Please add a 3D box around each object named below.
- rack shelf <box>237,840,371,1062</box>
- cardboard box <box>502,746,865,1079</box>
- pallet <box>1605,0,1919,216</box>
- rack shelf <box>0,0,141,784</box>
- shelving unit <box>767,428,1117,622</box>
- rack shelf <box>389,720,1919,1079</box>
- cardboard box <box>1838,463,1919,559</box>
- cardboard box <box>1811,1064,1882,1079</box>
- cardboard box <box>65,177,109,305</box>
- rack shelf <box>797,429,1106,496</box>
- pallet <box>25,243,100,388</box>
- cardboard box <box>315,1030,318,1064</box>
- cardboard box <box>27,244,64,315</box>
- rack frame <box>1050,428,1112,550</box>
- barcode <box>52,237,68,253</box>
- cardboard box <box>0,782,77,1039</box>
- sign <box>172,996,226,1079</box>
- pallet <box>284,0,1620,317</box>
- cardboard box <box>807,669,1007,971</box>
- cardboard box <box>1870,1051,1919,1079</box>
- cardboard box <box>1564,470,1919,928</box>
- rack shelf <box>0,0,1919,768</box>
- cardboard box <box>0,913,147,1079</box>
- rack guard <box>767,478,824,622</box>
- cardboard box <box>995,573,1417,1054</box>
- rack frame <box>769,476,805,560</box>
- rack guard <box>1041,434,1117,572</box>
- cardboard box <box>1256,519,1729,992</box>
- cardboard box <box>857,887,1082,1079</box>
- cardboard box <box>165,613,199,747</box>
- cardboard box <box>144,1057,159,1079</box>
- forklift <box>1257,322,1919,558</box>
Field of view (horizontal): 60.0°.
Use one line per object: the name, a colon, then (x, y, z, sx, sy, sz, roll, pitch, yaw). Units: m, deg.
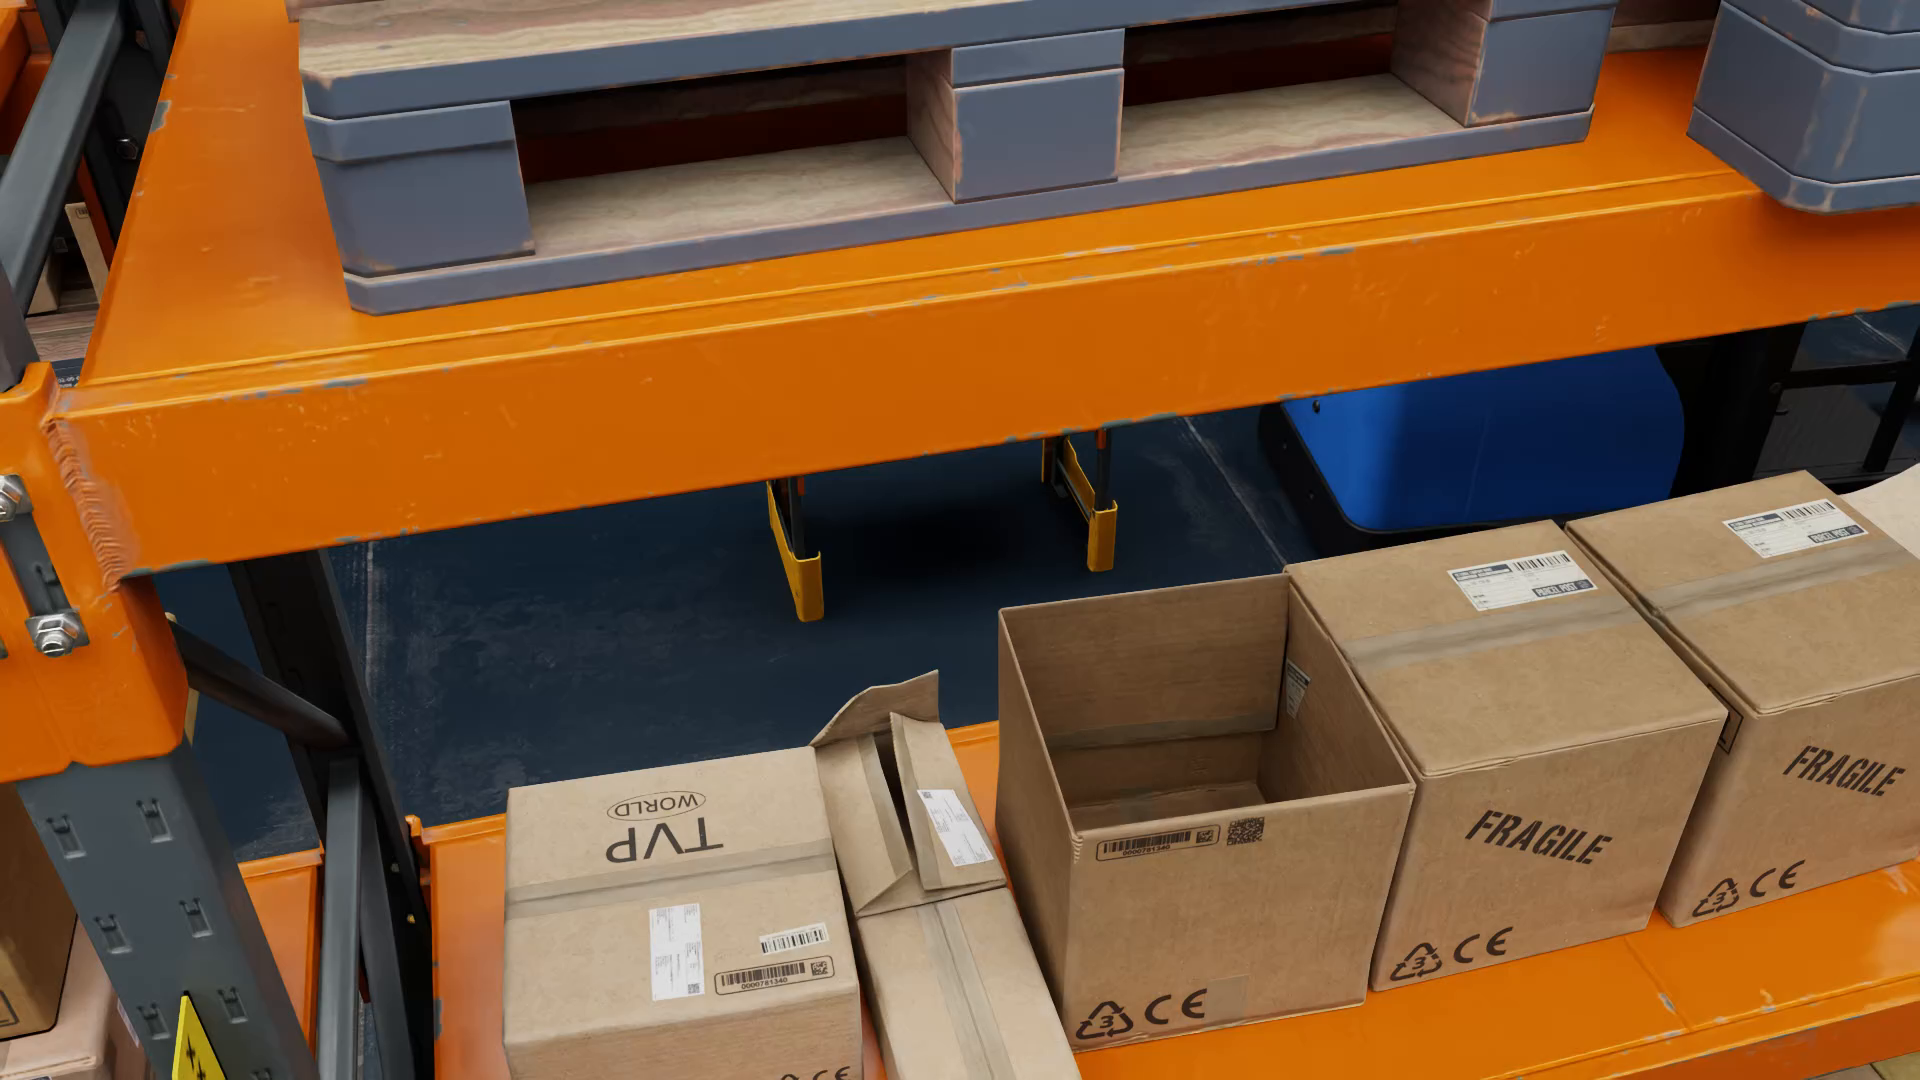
rack shelf: (-2.832, 1.261, 2.225, 4.000, 0.370, 1.077, -9, 38, -12)
cardboard box: (-0.438, 0.614, 2.602, 0.500, 0.250, 0.500, -7, 38, -9)
pallet: (1.249, -0.753, 1.952, 1.213, 0.211, 1.003, -8, 38, -10)
rack shelf: (-2.832, 0.069, 1.314, 4.000, 0.370, 1.077, -9, 38, -12)
shelving unit: (-0.074, -0.584, 5.279, 1.083, 1.500, 0.587, -9, 38, -12)
rack shelf: (1.029, 0.627, 3.053, 4.000, 0.370, 1.077, -9, 38, -12)
cardboard box: (2.046, 0.088, 3.239, 0.500, 0.311, 0.500, -10, 38, -12)
cardboard box: (1.530, 1.119, 3.274, 0.500, 0.311, 0.500, -10, 38, -12)
cardboard box: (-3.188, -1.241, 6.598, 0.500, 0.500, 0.500, -12, 39, -15)
rack shelf: (-0.082, -0.439, 5.386, 1.000, 0.185, 0.538, -9, 38, -12)
pallet: (-4.016, -0.817, 6.644, 1.213, 0.211, 1.003, -9, 38, -12)
cardboard box: (-1.431, 1.176, 3.045, 0.500, 0.500, 0.500, -9, 38, -12)
cardboard box: (-3.746, -1.048, 6.635, 0.250, 0.149, 0.380, -12, 39, -16)
rack frame: (0.408, -0.663, 5.382, 0.032, 1.500, 0.500, -9, 38, -12)
barcode: (-3.658, -1.194, 6.735, 0.075, 0.075, 0.001, -9, 38, -12)
cardboard box: (-1.328, 0.177, 1.899, 0.500, 0.500, 0.700, -9, 38, -12)
sign: (-0.755, 0.608, 1.708, 0.005, 0.325, 0.100, -9, 38, -12)
pallet: (-0.053, -0.604, 1.760, 1.217, 0.209, 0.805, -11, 39, -14)
cardboard box: (-0.101, 0.465, 2.784, 0.258, 0.266, 0.396, -10, 39, -13)
cardboard box: (2.019, 1.041, 3.376, 0.500, 0.311, 0.500, -10, 39, -13)
cardboard box: (1.344, 0.260, 2.859, 0.500, 0.500, 0.500, -11, 39, -14)
rack shelf: (1.029, -0.564, 2.142, 4.000, 0.370, 1.077, -9, 38, -12)
cardboard box: (-1.108, 0.530, 1.973, 0.250, 0.149, 0.380, -9, 38, -12)
rack guard: (-0.554, -0.008, 5.555, 0.087, 0.250, 0.587, -9, 38, -12)
cardboard box: (0.353, 0.423, 2.646, 0.500, 0.500, 0.500, -7, 38, -9)
rack frame: (-0.573, -0.502, 5.171, 0.032, 1.500, 0.500, -9, 38, -12)
rack guard: (0.407, -0.166, 5.761, 0.087, 0.250, 0.587, -9, 38, -12)
cardboard box: (0.836, 0.344, 2.750, 0.500, 0.500, 0.500, -9, 38, -12)
cardboard box: (0.007, 0.738, 2.524, 0.250, 0.149, 0.380, -9, 38, -12)
cardboard box: (-1.212, 0.290, 2.286, 0.250, 0.149, 0.380, -9, 38, -12)
cardboard box: (-1.328, 0.693, 2.293, 0.500, 0.500, 0.700, -10, 39, -13)
forklift: (2.662, -1.381, 5.143, 3.031, 2.935, 1.130, -5, 38, -7)
